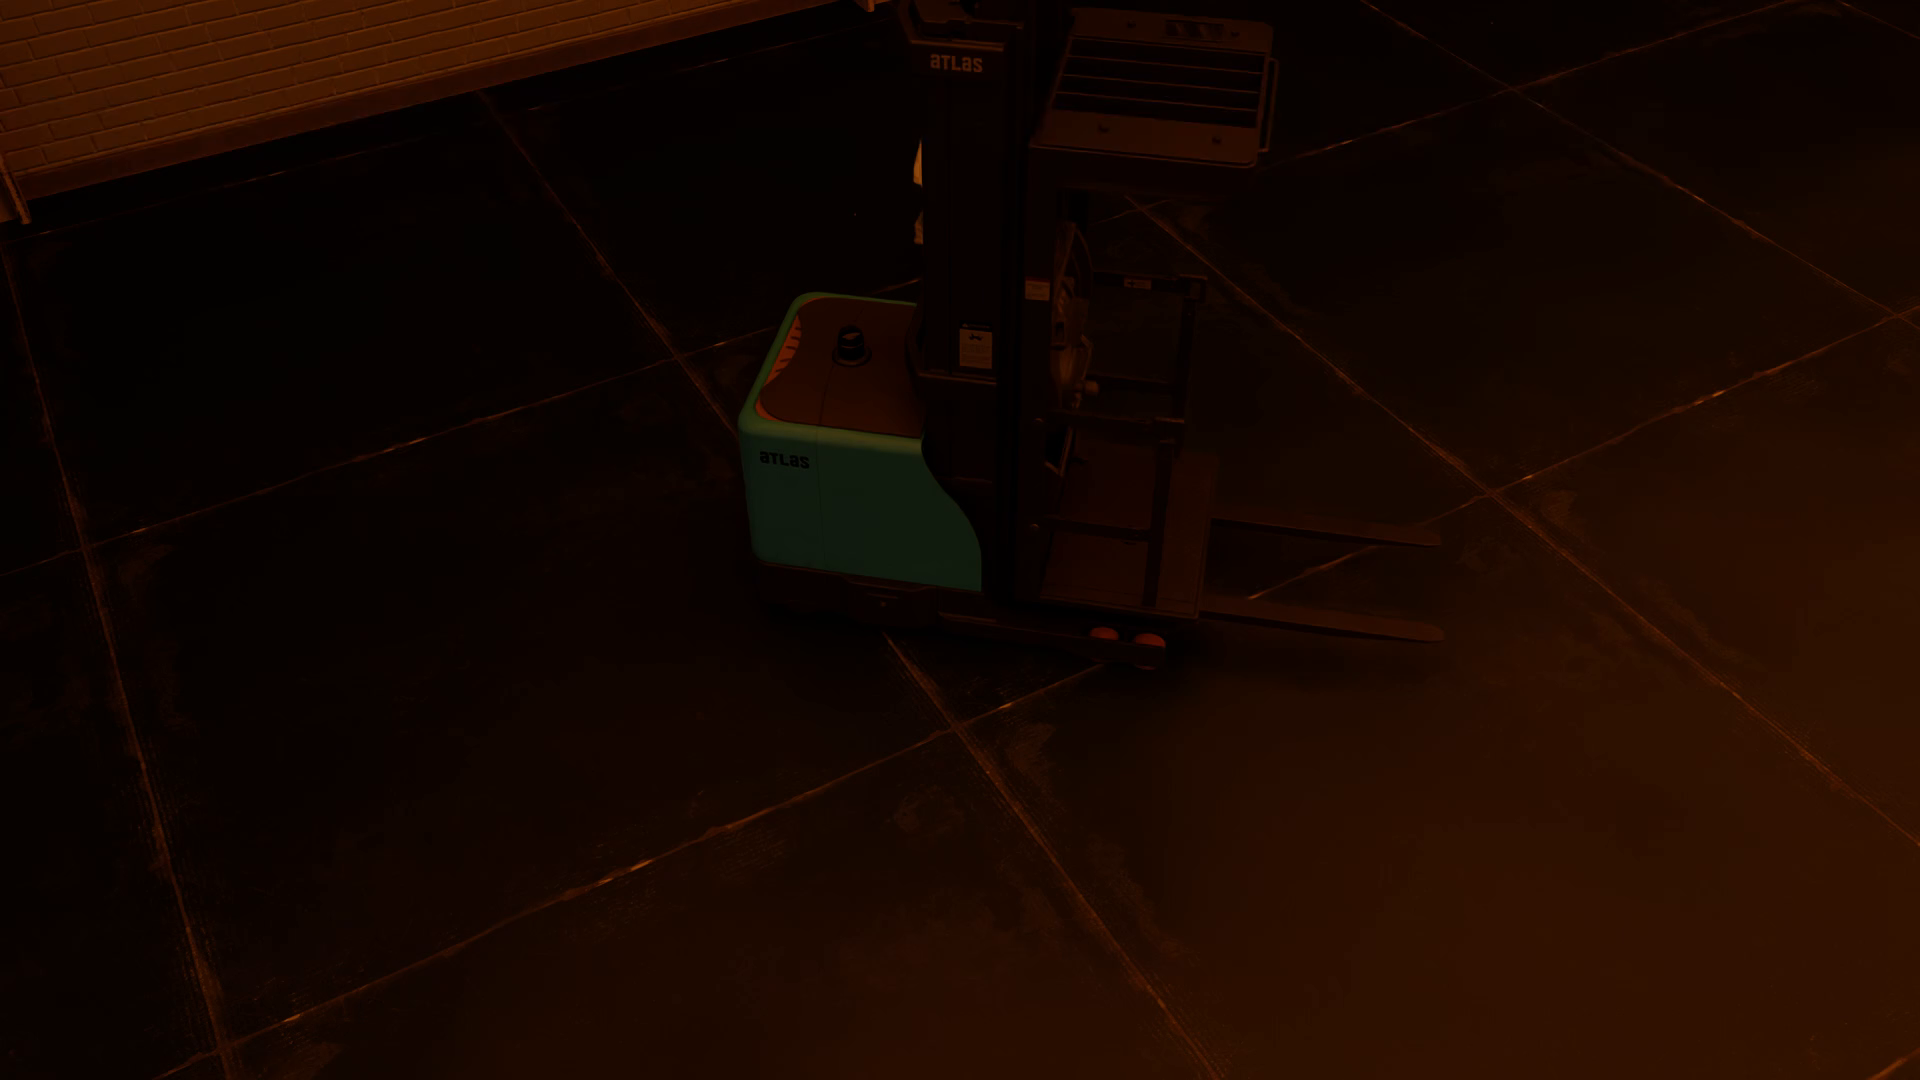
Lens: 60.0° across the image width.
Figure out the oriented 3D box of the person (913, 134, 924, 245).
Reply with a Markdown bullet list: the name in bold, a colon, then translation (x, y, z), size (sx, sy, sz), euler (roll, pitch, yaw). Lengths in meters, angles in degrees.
- **person**: translation (0.159, -2.118, 9.066), size (0.926, 1.513, 0.825), euler (-28, 49, -27)

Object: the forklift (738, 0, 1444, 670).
- **forklift**: translation (0.636, -0.905, 6.673), size (3.031, 2.935, 1.130), euler (8, 43, 8)
